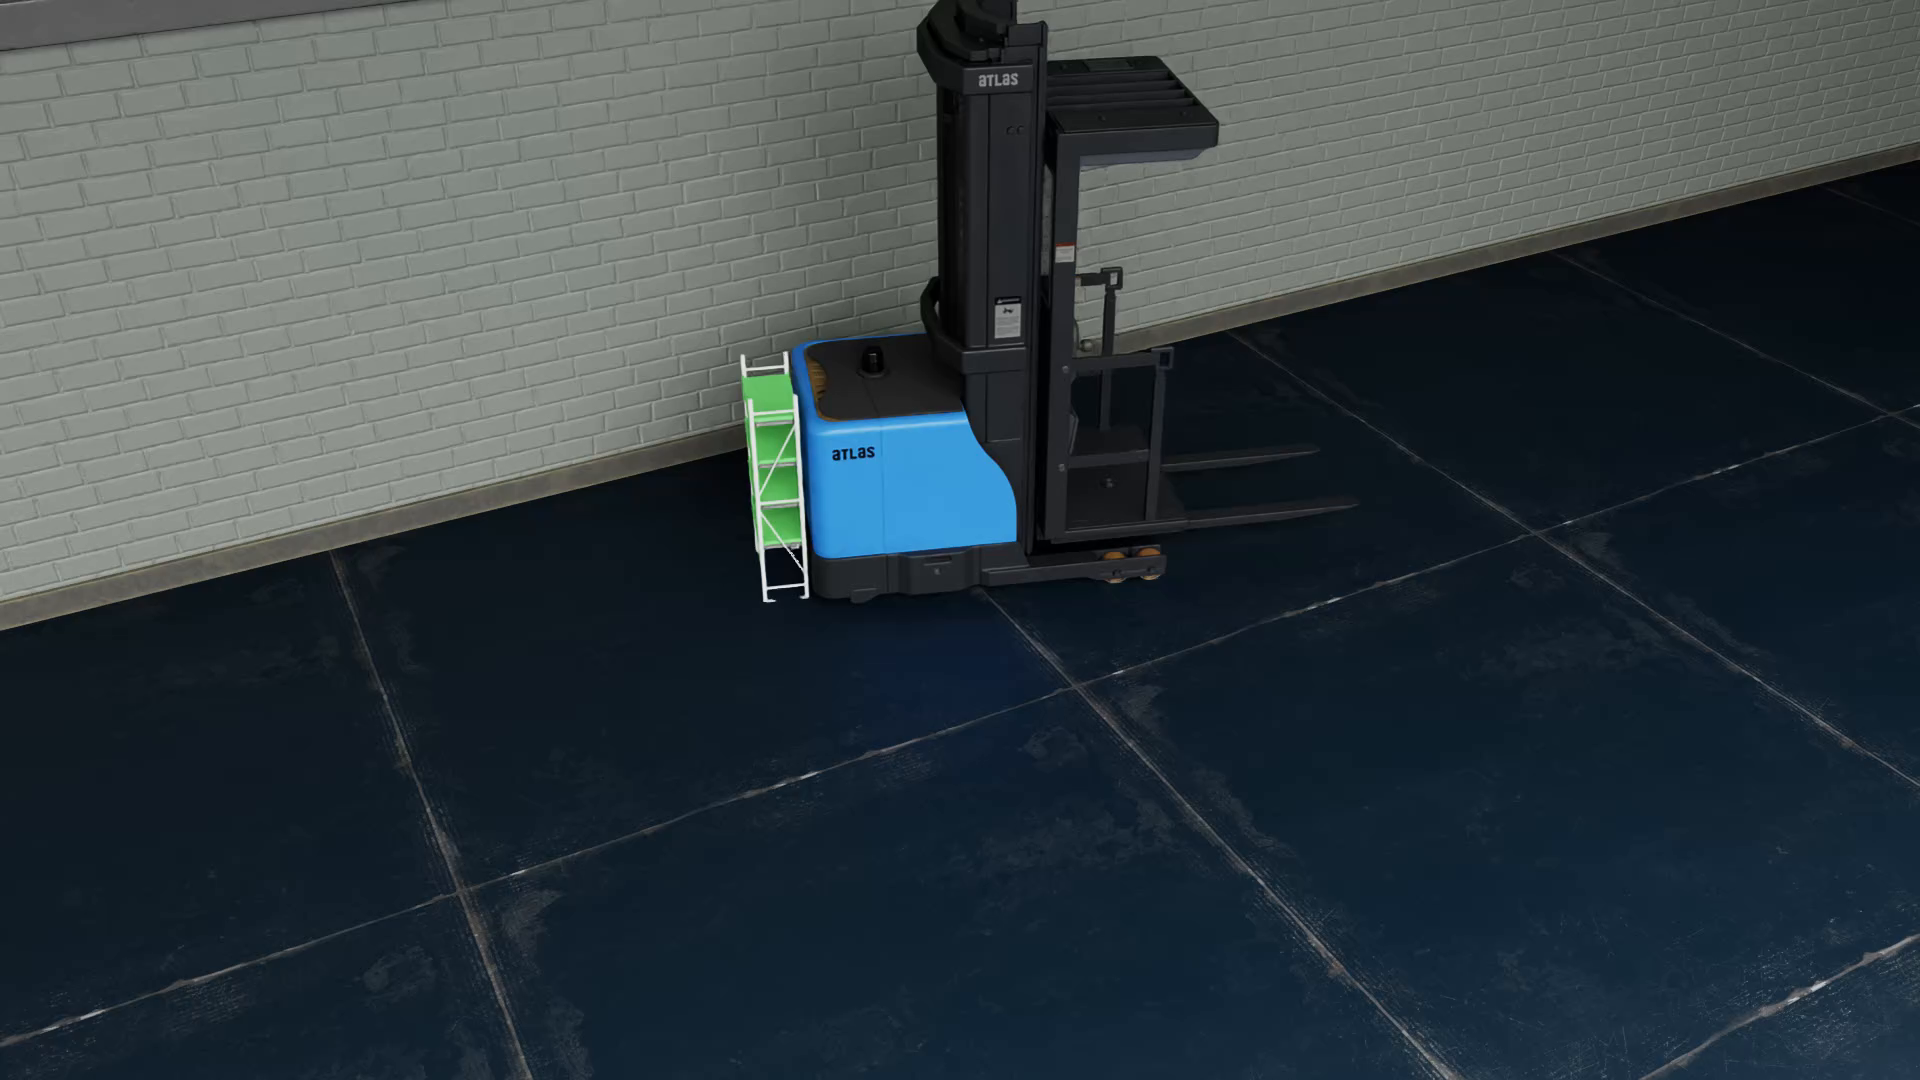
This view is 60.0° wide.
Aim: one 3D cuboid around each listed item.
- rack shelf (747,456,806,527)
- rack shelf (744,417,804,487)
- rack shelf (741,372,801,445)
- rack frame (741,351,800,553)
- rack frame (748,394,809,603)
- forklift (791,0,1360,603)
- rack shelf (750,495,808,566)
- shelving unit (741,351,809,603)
[{"bbox_3d":[-0.959,-0.268,8.674,0.258,0.148,0.480,-6,33,-9],"label":"rack shelf"},{"bbox_3d":[-0.959,-0.470,8.544,0.258,0.148,0.480,-6,33,-9],"label":"rack shelf"},{"bbox_3d":[-0.959,-0.672,8.415,0.258,0.148,0.480,-6,33,-9],"label":"rack shelf"},{"bbox_3d":[-1.004,-0.451,8.841,0.240,1.200,0.015,-6,33,-9],"label":"rack frame"},{"bbox_3d":[-0.914,-0.192,8.437,0.240,1.200,0.015,-6,33,-9],"label":"rack frame"},{"bbox_3d":[0.651,-1.279,8.529,3.031,2.935,1.130,-5,33,-8],"label":"forklift"},{"bbox_3d":[-0.959,-0.065,8.803,0.258,0.148,0.480,-6,33,-9],"label":"rack shelf"},{"bbox_3d":[-0.959,-0.321,8.639,0.258,1.200,0.503,-6,33,-9],"label":"shelving unit"}]
